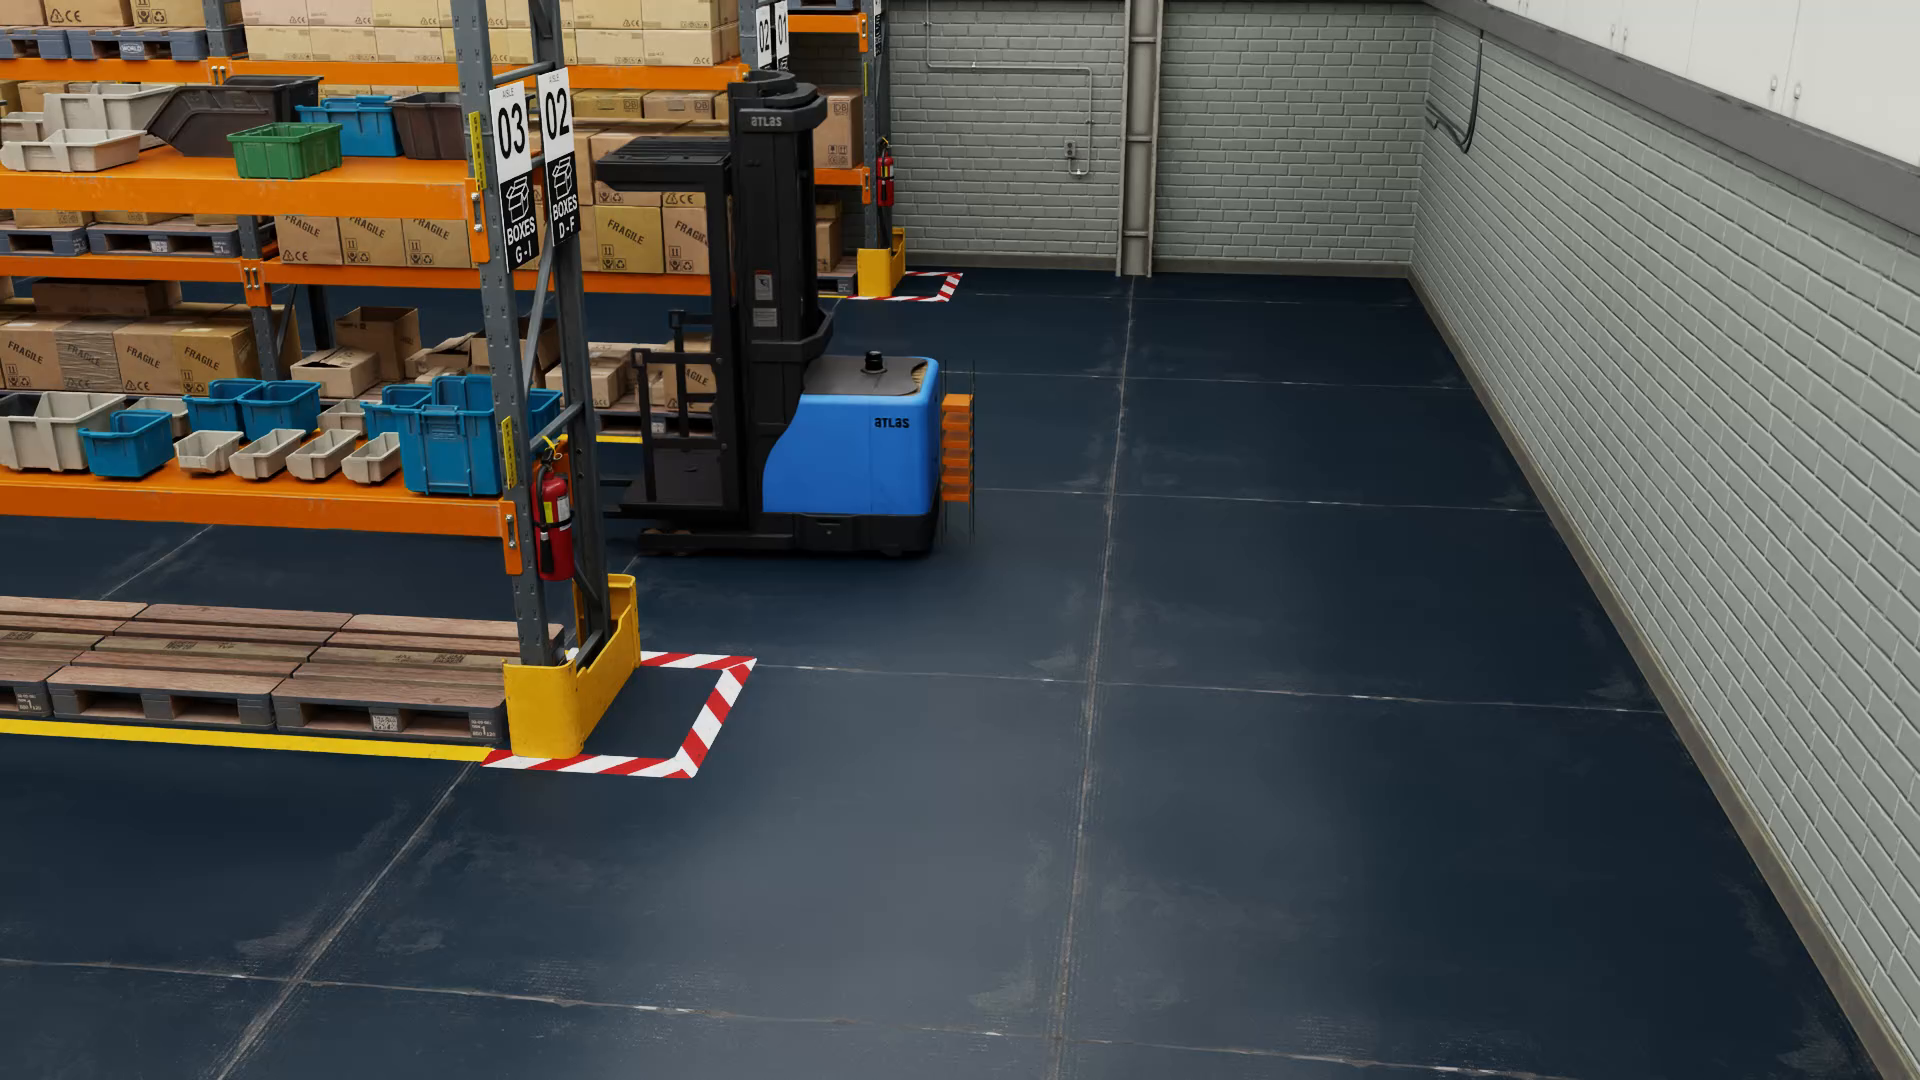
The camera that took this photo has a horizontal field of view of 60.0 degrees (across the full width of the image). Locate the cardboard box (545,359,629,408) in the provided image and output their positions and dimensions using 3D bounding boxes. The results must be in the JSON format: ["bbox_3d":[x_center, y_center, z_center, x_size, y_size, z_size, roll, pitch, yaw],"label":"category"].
[{"bbox_3d":[-2.946,-1.247,13.155,0.500,0.250,0.500,2,22,6],"label":"cardboard box"}]

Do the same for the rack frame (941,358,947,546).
[{"bbox_3d":[-0.105,-0.563,10.731,0.006,1.200,0.240,2,22,6],"label":"rack frame"}]

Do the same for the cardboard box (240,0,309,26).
[{"bbox_3d":[-4.956,-3.954,12.306,0.500,0.250,0.500,2,22,6],"label":"cardboard box"}]

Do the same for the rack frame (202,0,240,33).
[{"bbox_3d":[-5.410,-5.298,12.101,0.127,3.000,1.000,2,22,6],"label":"rack frame"}]

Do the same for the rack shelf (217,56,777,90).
[{"bbox_3d":[-3.424,-3.482,12.566,4.000,0.370,1.077,2,22,6],"label":"rack shelf"}]

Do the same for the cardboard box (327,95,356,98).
[{"bbox_3d":[-6.324,-4.482,17.630,0.500,0.500,0.500,3,22,6],"label":"cardboard box"}]

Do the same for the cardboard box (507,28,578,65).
[{"bbox_3d":[-2.972,-3.629,12.163,0.500,0.250,0.500,2,22,6],"label":"cardboard box"}]

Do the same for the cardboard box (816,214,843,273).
[{"bbox_3d":[-1.565,-3.171,17.708,0.500,0.500,0.700,2,22,6],"label":"cardboard box"}]

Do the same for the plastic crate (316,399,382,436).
[{"bbox_3d":[-3.213,-0.636,8.747,0.298,0.136,0.250,2,22,6],"label":"plastic crate"}]

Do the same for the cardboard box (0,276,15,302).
[{"bbox_3d":[-8.369,-2.116,13.995,0.500,0.250,0.500,3,22,8],"label":"cardboard box"}]

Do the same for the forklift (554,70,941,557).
[{"bbox_3d":[-1.666,-1.451,10.624,3.031,2.935,1.130,1,22,4],"label":"forklift"}]

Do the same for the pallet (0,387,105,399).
[{"bbox_3d":[-7.437,-1.285,13.902,1.213,0.211,1.003,2,22,6],"label":"pallet"}]

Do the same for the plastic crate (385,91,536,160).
[{"bbox_3d":[-2.374,-1.979,7.965,0.590,0.269,0.497,2,22,6],"label":"plastic crate"}]

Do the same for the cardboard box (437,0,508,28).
[{"bbox_3d":[-3.468,-3.886,12.133,0.500,0.250,0.500,2,22,6],"label":"cardboard box"}]

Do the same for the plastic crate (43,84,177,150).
[{"bbox_3d":[-4.189,-2.075,8.190,0.530,0.282,0.437,2,22,6],"label":"plastic crate"}]

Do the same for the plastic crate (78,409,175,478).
[{"bbox_3d":[-4.094,-0.472,8.200,0.300,0.233,0.416,2,22,6],"label":"plastic crate"}]

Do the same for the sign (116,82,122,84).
[{"bbox_3d":[-8.857,-4.793,17.517,0.005,0.325,0.100,2,22,6],"label":"sign"}]

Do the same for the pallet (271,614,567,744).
[{"bbox_3d":[-2.839,0.720,8.831,1.213,0.211,1.003,2,22,6],"label":"pallet"}]

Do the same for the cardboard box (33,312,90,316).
[{"bbox_3d":[-7.390,-1.726,14.026,0.500,0.500,0.500,2,22,4],"label":"cardboard box"}]

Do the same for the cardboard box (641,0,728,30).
[{"bbox_3d":[-1.978,-3.822,11.971,0.500,0.250,0.500,2,22,6],"label":"cardboard box"}]

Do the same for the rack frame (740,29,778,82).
[{"bbox_3d":[-1.437,-2.335,12.766,0.127,3.000,1.000,2,22,6],"label":"rack frame"}]

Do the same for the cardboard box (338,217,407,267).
[{"bbox_3d":[-4.427,-2.412,12.825,0.500,0.500,0.500,3,22,7],"label":"cardboard box"}]

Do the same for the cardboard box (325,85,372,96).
[{"bbox_3d":[-6.338,-4.834,17.500,0.500,0.250,0.500,3,22,7],"label":"cardboard box"}]

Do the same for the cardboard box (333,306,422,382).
[{"bbox_3d":[-4.810,-1.629,13.783,0.500,0.500,0.500,2,22,6],"label":"cardboard box"}]

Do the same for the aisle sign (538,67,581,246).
[{"bbox_3d":[-1.918,-1.841,7.981,0.004,0.787,0.394,2,22,6],"label":"aisle sign"}]

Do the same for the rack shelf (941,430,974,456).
[{"bbox_3d":[-0.014,-0.629,10.693,0.180,0.103,0.258,2,22,6],"label":"rack shelf"}]

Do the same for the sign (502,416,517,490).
[{"bbox_3d":[-2.073,-0.401,7.653,0.005,0.325,0.100,2,22,6],"label":"sign"}]

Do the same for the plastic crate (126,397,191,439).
[{"bbox_3d":[-4.232,-0.640,8.755,0.466,0.136,0.293,2,22,6],"label":"plastic crate"}]

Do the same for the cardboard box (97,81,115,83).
[{"bbox_3d":[-9.149,-5.047,18.009,0.250,0.149,0.380,0,22,-1],"label":"cardboard box"}]

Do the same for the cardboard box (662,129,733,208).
[{"bbox_3d":[-1.912,-2.765,12.359,0.500,0.500,0.500,2,22,6],"label":"cardboard box"}]

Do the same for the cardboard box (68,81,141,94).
[{"bbox_3d":[-9.271,-4.758,18.160,0.500,0.500,0.700,0,22,0],"label":"cardboard box"}]

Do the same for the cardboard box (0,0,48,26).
[{"bbox_3d":[-7.226,-4.297,12.805,0.600,0.600,0.600,2,22,4],"label":"cardboard box"}]

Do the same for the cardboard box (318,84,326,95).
[{"bbox_3d":[-6.844,-4.856,17.555,0.500,0.250,0.500,2,22,5],"label":"cardboard box"}]

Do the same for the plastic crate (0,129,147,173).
[{"bbox_3d":[-4.105,-1.798,7.686,0.530,0.136,0.437,2,22,6],"label":"plastic crate"}]

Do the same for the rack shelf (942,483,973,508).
[{"bbox_3d":[-0.014,-0.294,10.825,0.180,0.103,0.258,2,22,6],"label":"rack shelf"}]

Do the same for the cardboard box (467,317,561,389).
[{"bbox_3d":[-3.543,-1.472,13.381,0.637,0.503,0.797,2,22,6],"label":"cardboard box"}]

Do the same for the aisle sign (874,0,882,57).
[{"bbox_3d":[-0.822,-5.240,16.579,0.004,0.787,0.394,2,22,6],"label":"aisle sign"}]

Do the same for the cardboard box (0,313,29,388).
[{"bbox_3d":[-7.945,-1.555,13.595,0.500,0.500,0.500,2,22,6],"label":"cardboard box"}]

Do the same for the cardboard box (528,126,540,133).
[{"bbox_3d":[-3.439,-2.830,12.522,0.500,0.500,0.500,3,22,8],"label":"cardboard box"}]

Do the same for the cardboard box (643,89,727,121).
[{"bbox_3d":[-2.846,-4.366,17.494,0.700,0.700,0.980,1,22,4],"label":"cardboard box"}]

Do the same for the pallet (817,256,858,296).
[{"bbox_3d":[-1.661,-2.853,17.870,1.213,0.211,1.003,2,22,6],"label":"pallet"}]

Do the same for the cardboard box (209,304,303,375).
[{"bbox_3d":[-5.861,-1.660,13.861,0.500,0.500,0.500,2,22,4],"label":"cardboard box"}]

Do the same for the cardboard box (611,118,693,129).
[{"bbox_3d":[-2.367,-2.982,12.907,0.500,0.500,0.500,3,22,7],"label":"cardboard box"}]

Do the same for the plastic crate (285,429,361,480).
[{"bbox_3d":[-3.141,-0.419,8.197,0.243,0.136,0.396,2,22,6],"label":"plastic crate"}]

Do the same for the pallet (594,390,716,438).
[{"bbox_3d":[-2.305,-1.076,13.374,1.213,0.211,1.003,2,22,6],"label":"pallet"}]

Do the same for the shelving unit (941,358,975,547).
[{"bbox_3d":[-0.014,-0.559,10.721,0.189,1.200,0.258,2,22,6],"label":"shelving unit"}]

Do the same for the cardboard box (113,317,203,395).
[{"bbox_3d":[-6.423,-1.492,13.434,0.500,0.500,0.500,3,22,6],"label":"cardboard box"}]

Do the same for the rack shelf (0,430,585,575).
[{"bbox_3d":[-4.010,-0.279,8.544,4.000,0.370,1.077,2,22,6],"label":"rack shelf"}]

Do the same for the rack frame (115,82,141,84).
[{"bbox_3d":[-8.803,-4.490,18.217,0.127,3.000,1.000,2,22,6],"label":"rack frame"}]

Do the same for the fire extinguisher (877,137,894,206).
[{"bbox_3d":[-0.763,-3.759,16.982,0.183,0.674,0.296,2,22,6],"label":"fire extinguisher"}]

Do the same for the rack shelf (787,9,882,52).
[{"bbox_3d":[-2.844,-5.291,17.141,4.000,0.370,1.077,2,22,6],"label":"rack shelf"}]

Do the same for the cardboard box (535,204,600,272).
[{"bbox_3d":[-2.925,-2.346,12.659,0.500,0.500,0.500,3,22,7],"label":"cardboard box"}]

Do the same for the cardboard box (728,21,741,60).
[{"bbox_3d":[-1.918,-3.775,12.534,0.500,0.250,0.500,2,22,6],"label":"cardboard box"}]

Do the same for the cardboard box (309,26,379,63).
[{"bbox_3d":[-4.460,-3.699,12.340,0.500,0.250,0.500,2,22,6],"label":"cardboard box"}]

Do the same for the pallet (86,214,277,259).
[{"bbox_3d":[-6.190,-2.493,13.428,1.213,0.211,1.003,2,22,6],"label":"pallet"}]

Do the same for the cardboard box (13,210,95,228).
[{"bbox_3d":[-7.171,-2.804,13.245,0.500,0.500,0.700,-3,22,-7],"label":"cardboard box"}]
